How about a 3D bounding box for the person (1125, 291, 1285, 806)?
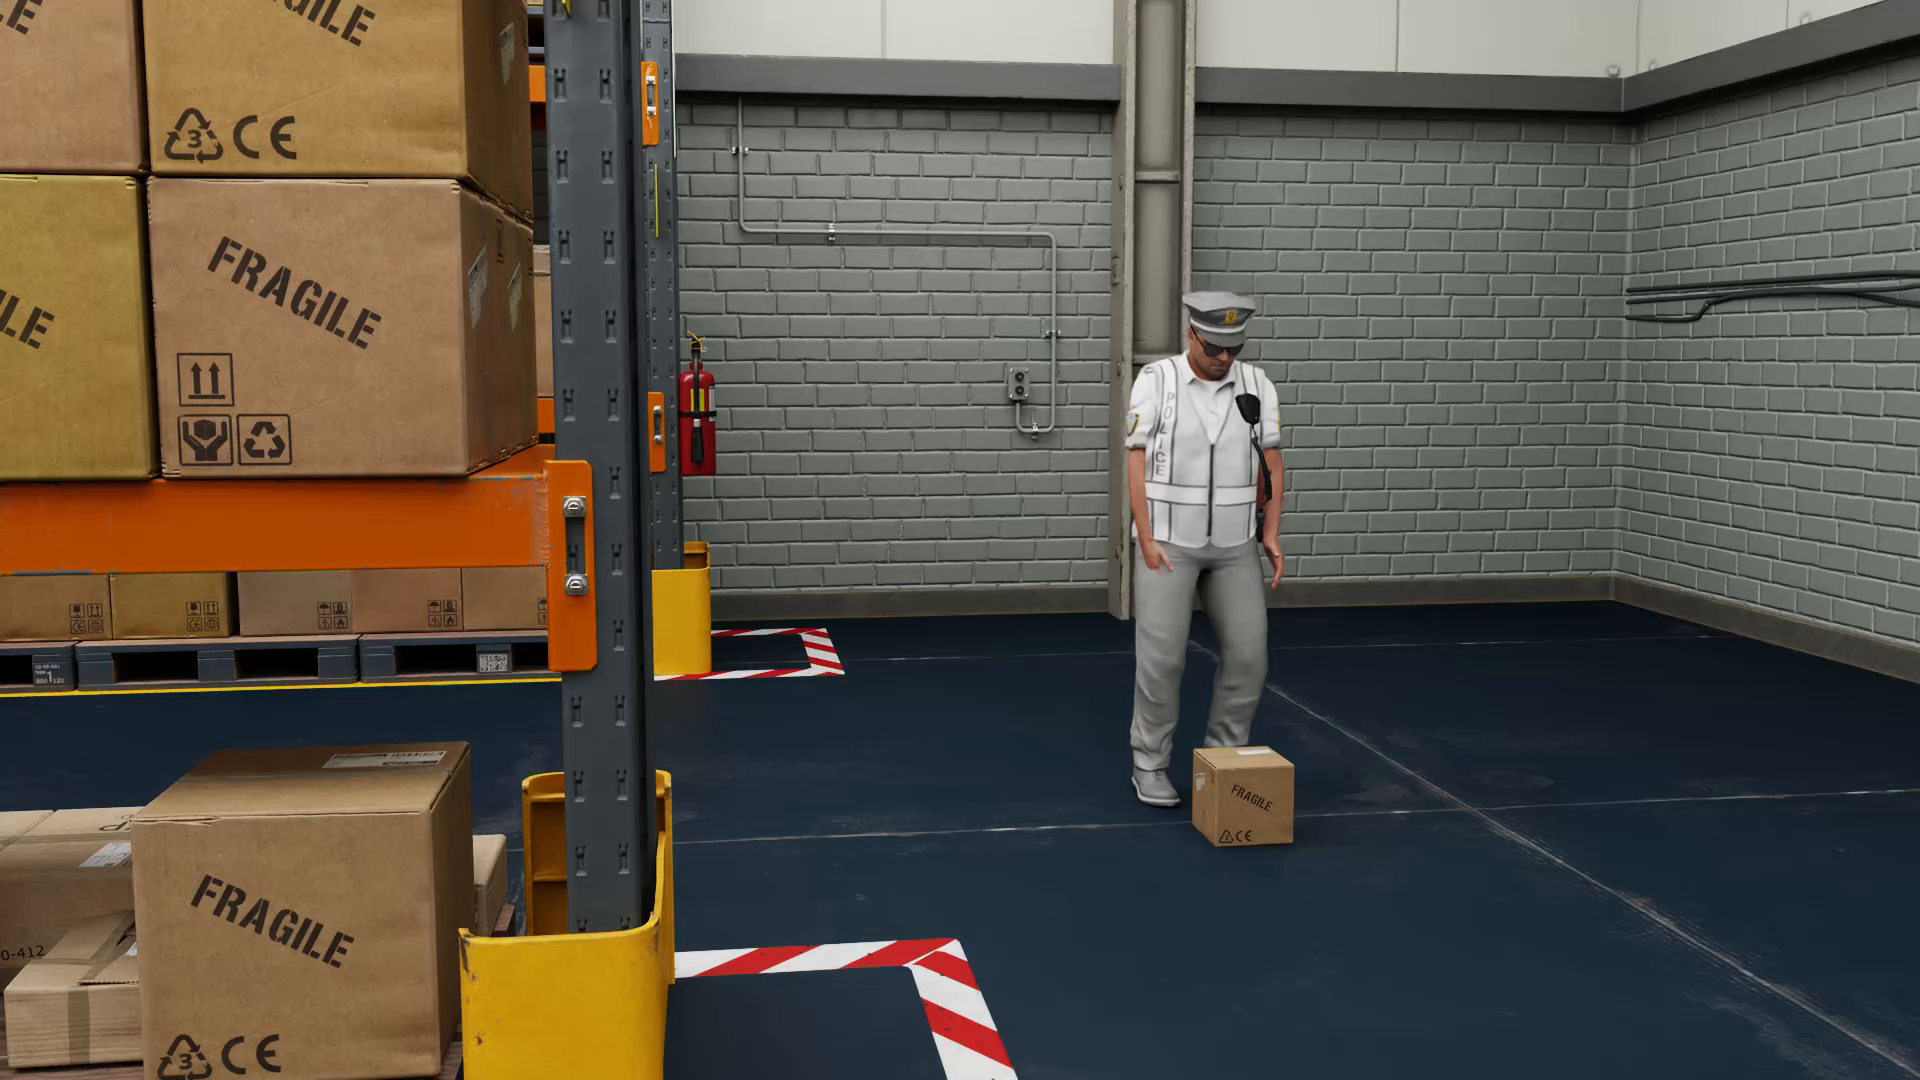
[{"bbox_3d":[0.833,0.025,5.649,0.547,1.722,0.440,-1,6,-7],"label":"person"}]
